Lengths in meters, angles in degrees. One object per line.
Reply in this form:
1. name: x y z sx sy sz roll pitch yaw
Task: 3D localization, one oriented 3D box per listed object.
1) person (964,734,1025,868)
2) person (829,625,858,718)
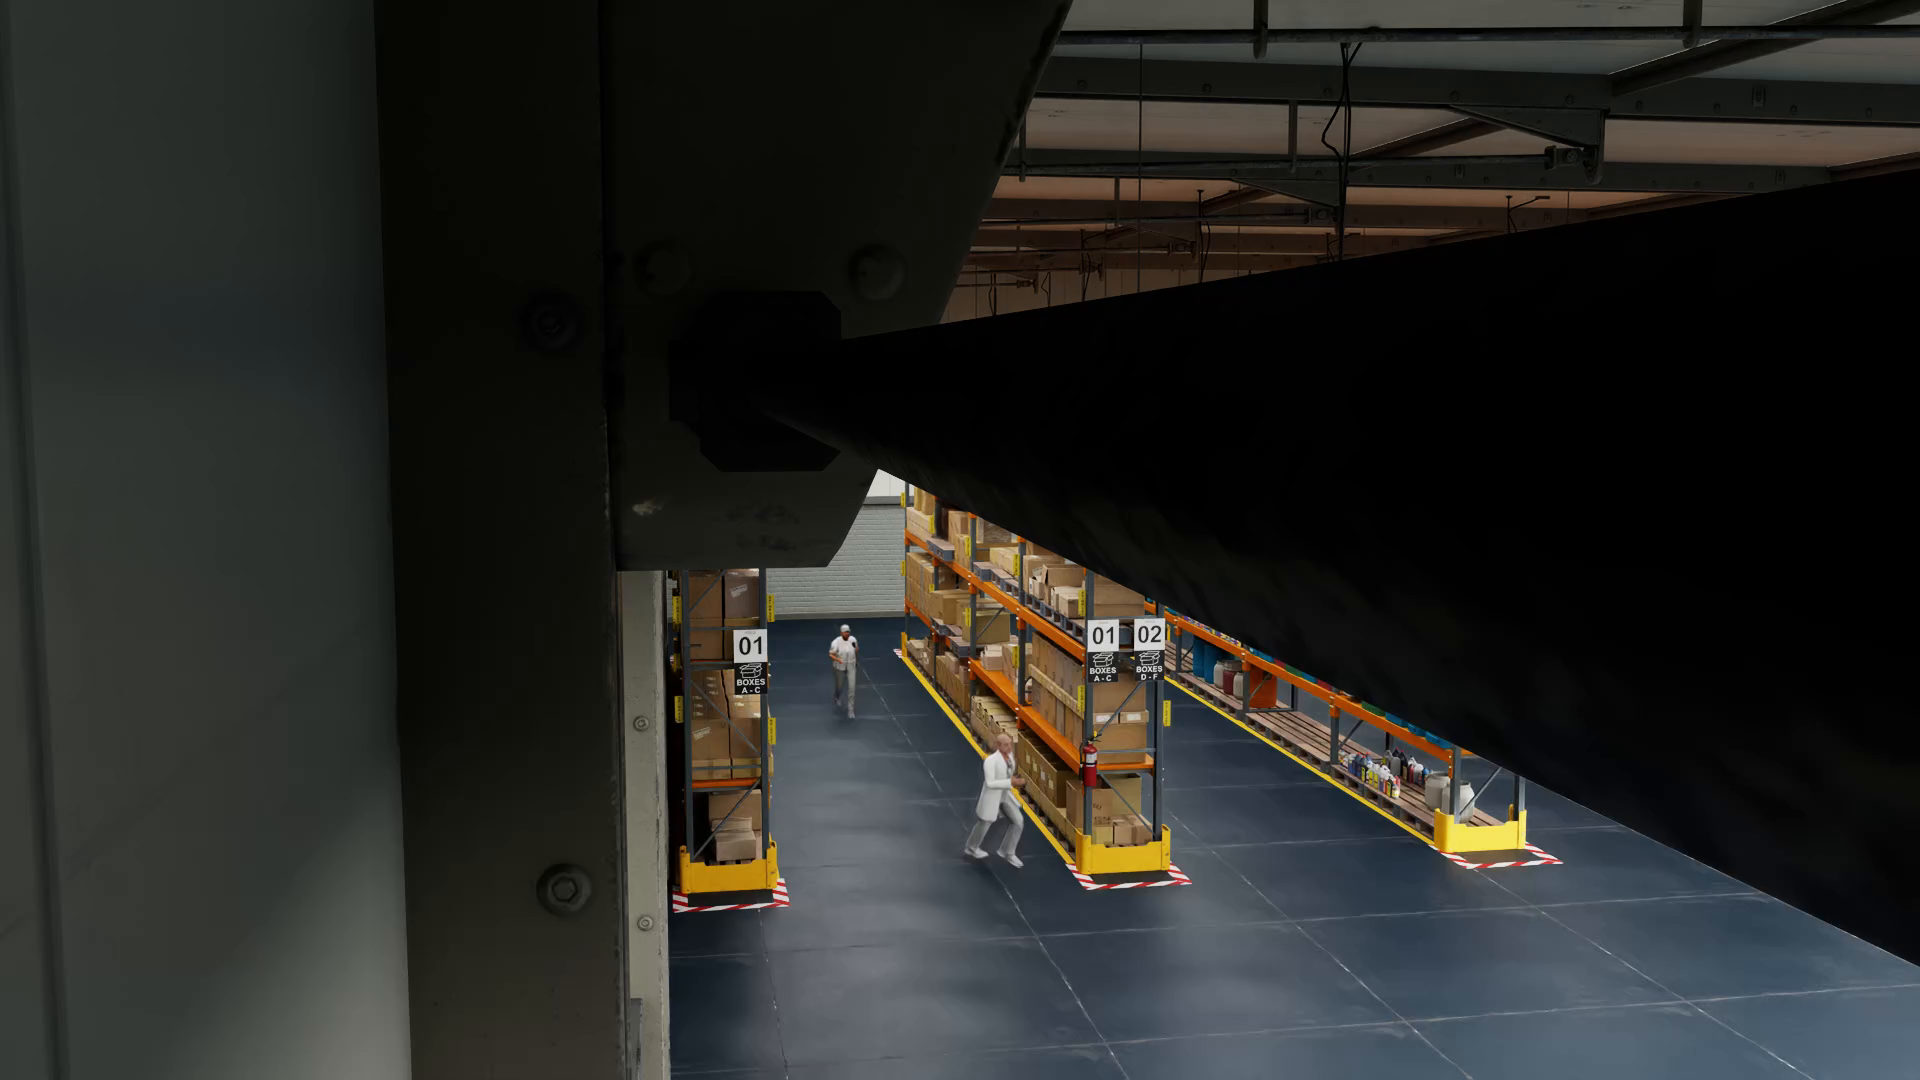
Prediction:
1. person: 0.450 3.284 21.059 0.635 1.736 1.042 -5 8 -42
2. person: -2.121 2.359 30.443 0.566 1.675 0.931 -1 6 -13
